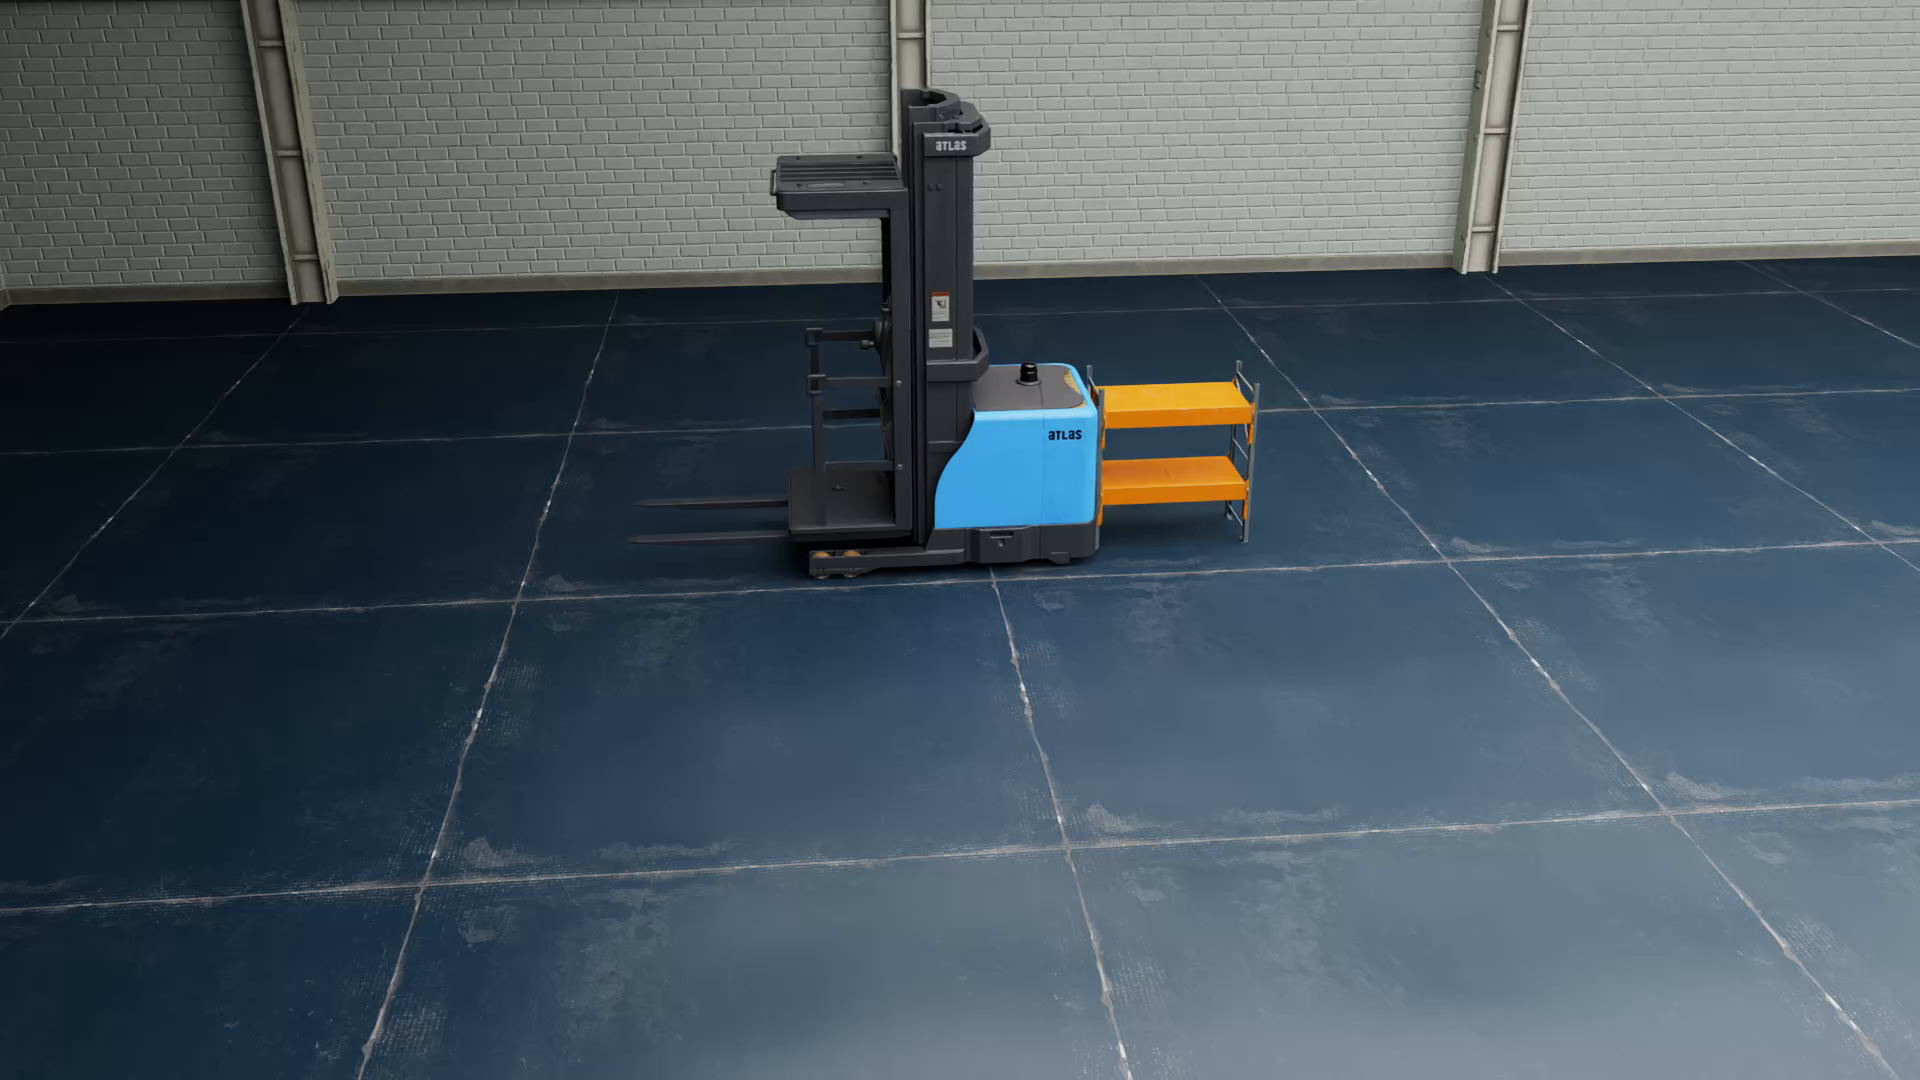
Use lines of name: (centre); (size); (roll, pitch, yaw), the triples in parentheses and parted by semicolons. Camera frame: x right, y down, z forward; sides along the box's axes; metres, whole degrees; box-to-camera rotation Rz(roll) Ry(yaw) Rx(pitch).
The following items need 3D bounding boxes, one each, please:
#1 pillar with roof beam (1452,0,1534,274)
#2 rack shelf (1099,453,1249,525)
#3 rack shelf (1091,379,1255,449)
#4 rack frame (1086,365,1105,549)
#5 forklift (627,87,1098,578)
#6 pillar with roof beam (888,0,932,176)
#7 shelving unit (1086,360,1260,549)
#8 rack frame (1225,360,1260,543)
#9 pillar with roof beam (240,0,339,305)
pillar with roof beam: (5.906, -5.255, 11.994); (0.400, 9.000, 9.100); (-2, 24, -5)
rack shelf: (1.392, -0.350, 11.255); (1.000, 0.278, 0.538); (-2, 24, -5)
rack shelf: (1.392, -0.841, 11.037); (1.000, 0.278, 0.538); (-2, 24, -5)
rack frame: (0.886, -0.552, 11.107); (0.032, 1.125, 0.500); (-2, 24, -5)
forklift: (-0.663, -1.318, 10.606); (3.031, 2.935, 1.130); (-2, 24, -5)
pillar with roof beam: (-0.065, -5.016, 11.455); (0.400, 9.000, 9.100); (-2, 24, -5)
shelving unit: (1.392, -0.574, 11.156); (1.048, 1.125, 0.538); (-2, 24, -5)
rack frame: (1.898, -0.595, 11.204); (0.032, 1.125, 0.500); (-2, 24, -5)
pillar with roof beam: (-6.036, -4.776, 10.916); (0.400, 9.000, 9.100); (-2, 24, -5)
